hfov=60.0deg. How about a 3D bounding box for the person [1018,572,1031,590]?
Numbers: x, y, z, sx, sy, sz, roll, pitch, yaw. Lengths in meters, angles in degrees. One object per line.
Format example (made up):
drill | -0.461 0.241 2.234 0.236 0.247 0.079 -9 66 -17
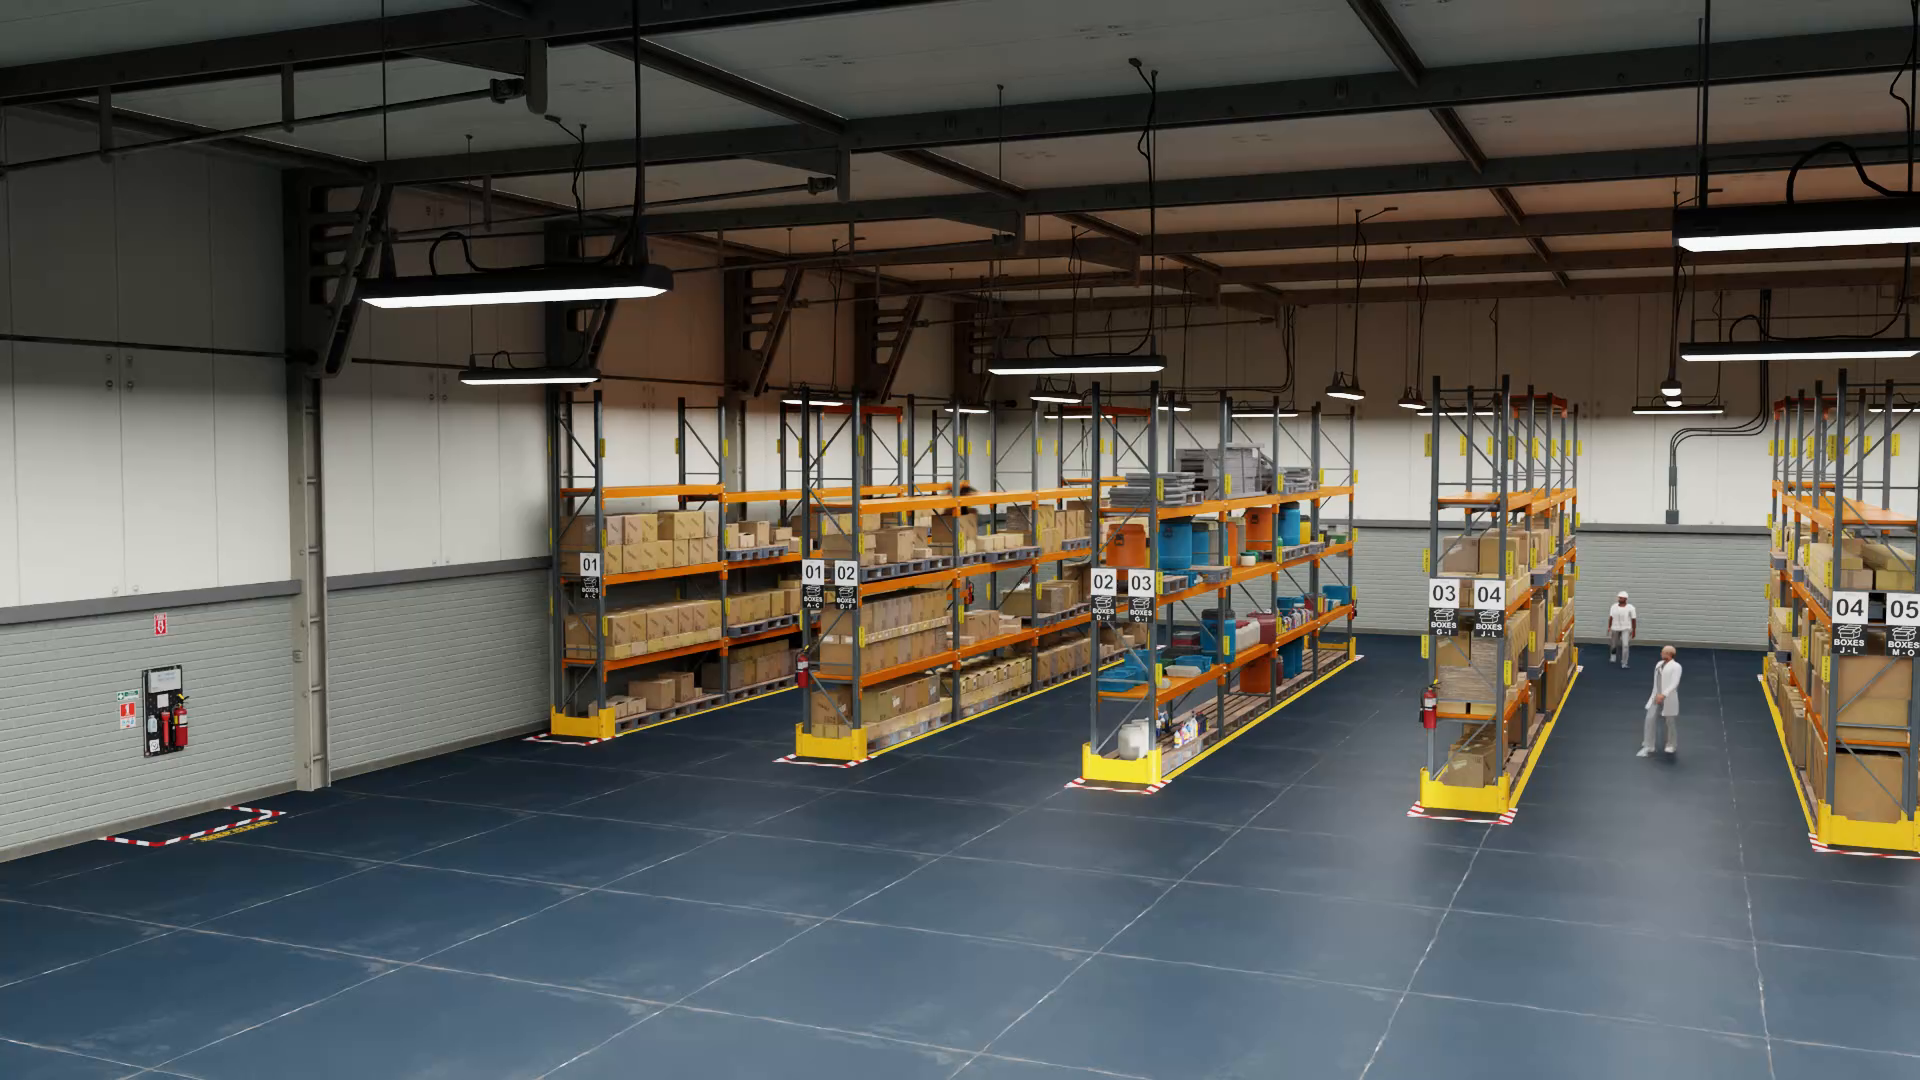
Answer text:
person | 1.727 1.692 44.339 0.502 1.684 0.462 2 4 26

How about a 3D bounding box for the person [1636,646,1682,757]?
person | 11.432 2.628 27.050 0.827 1.804 0.552 -2 4 -38

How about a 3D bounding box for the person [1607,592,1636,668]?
person | 15.119 2.032 38.001 0.617 1.722 0.812 1 3 20
